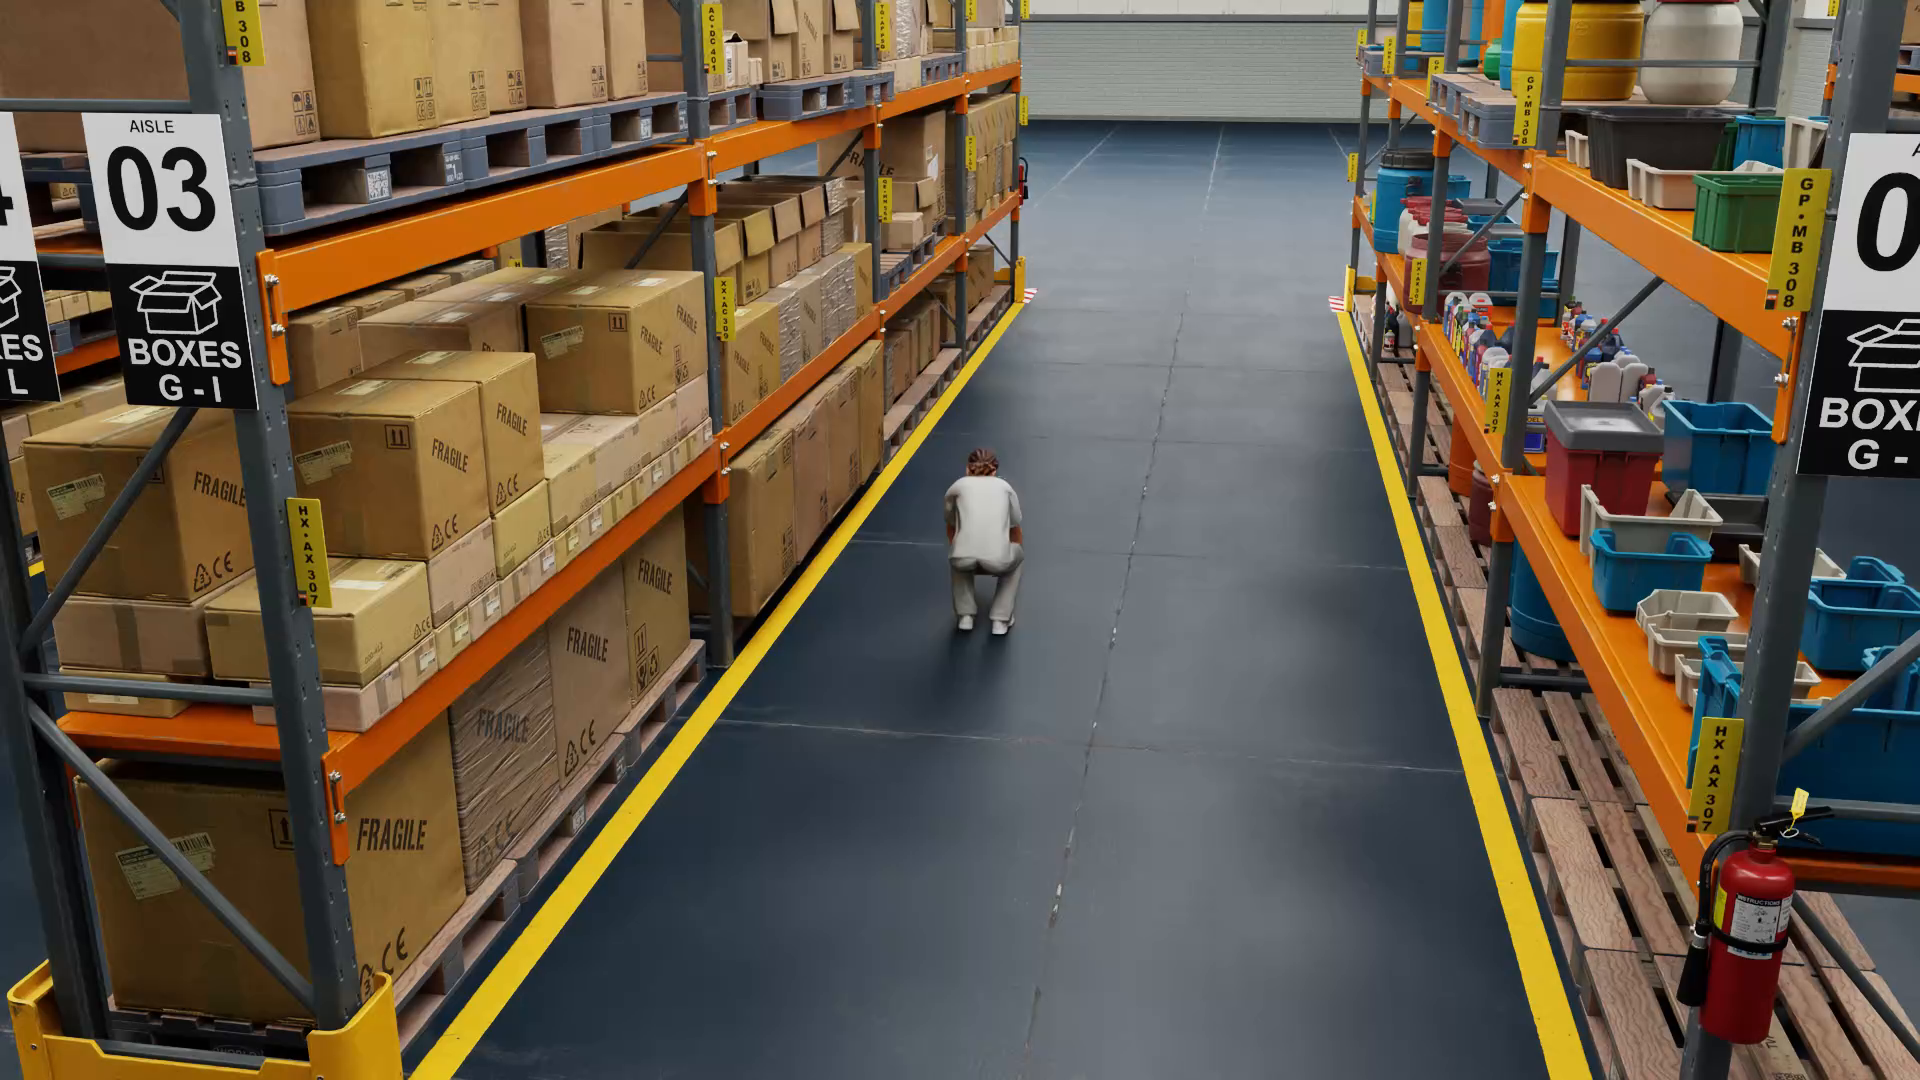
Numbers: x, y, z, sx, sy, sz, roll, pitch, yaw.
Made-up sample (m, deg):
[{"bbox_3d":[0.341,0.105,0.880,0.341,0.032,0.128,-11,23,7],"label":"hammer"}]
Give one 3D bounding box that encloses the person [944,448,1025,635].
[{"bbox_3d":[0.124,0.008,9.668,0.488,0.978,0.785,3,18,9],"label":"person"}]
